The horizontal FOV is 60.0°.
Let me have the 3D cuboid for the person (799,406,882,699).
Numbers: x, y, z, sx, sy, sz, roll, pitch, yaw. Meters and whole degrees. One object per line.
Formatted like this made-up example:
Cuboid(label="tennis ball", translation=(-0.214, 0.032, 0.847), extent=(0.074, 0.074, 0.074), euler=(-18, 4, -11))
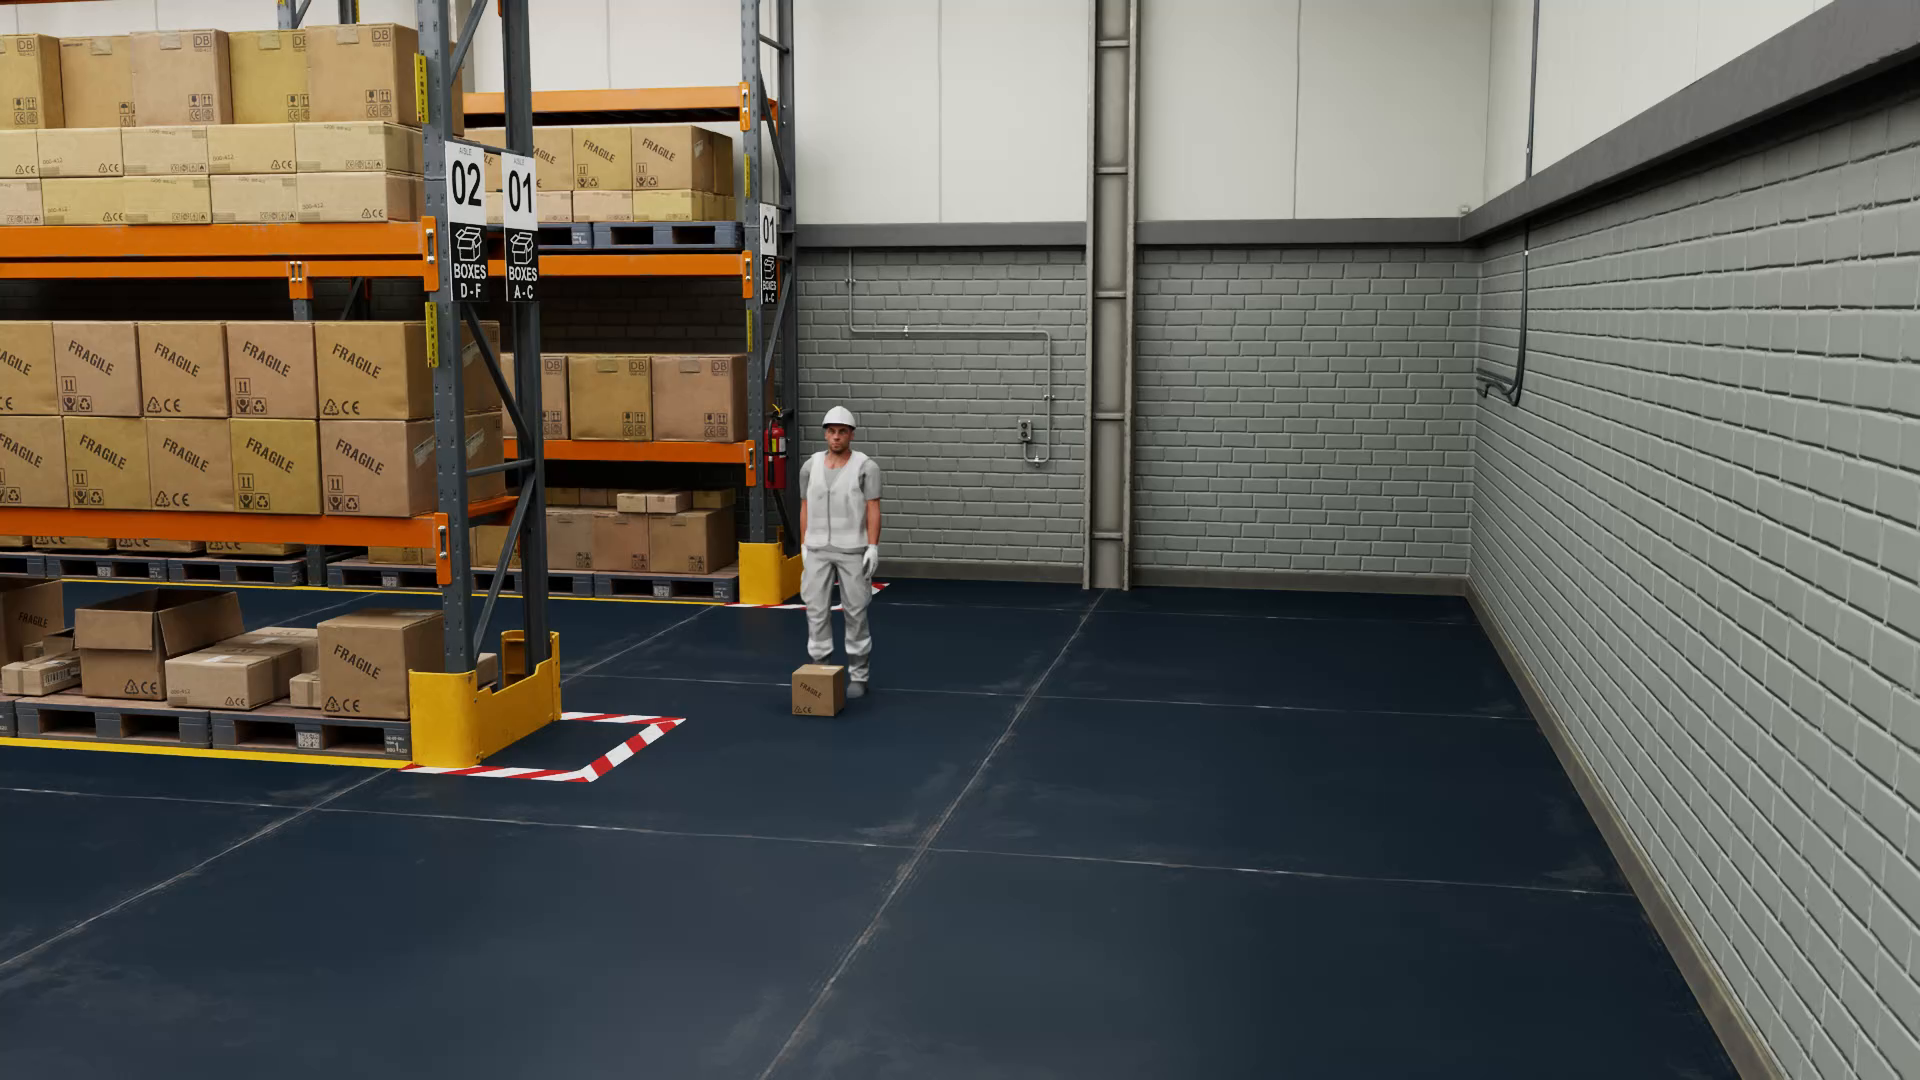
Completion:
Cuboid(label="person", translation=(-0.746, 0.085, 10.209), extent=(0.524, 1.810, 0.362), euler=(2, 8, 13))
